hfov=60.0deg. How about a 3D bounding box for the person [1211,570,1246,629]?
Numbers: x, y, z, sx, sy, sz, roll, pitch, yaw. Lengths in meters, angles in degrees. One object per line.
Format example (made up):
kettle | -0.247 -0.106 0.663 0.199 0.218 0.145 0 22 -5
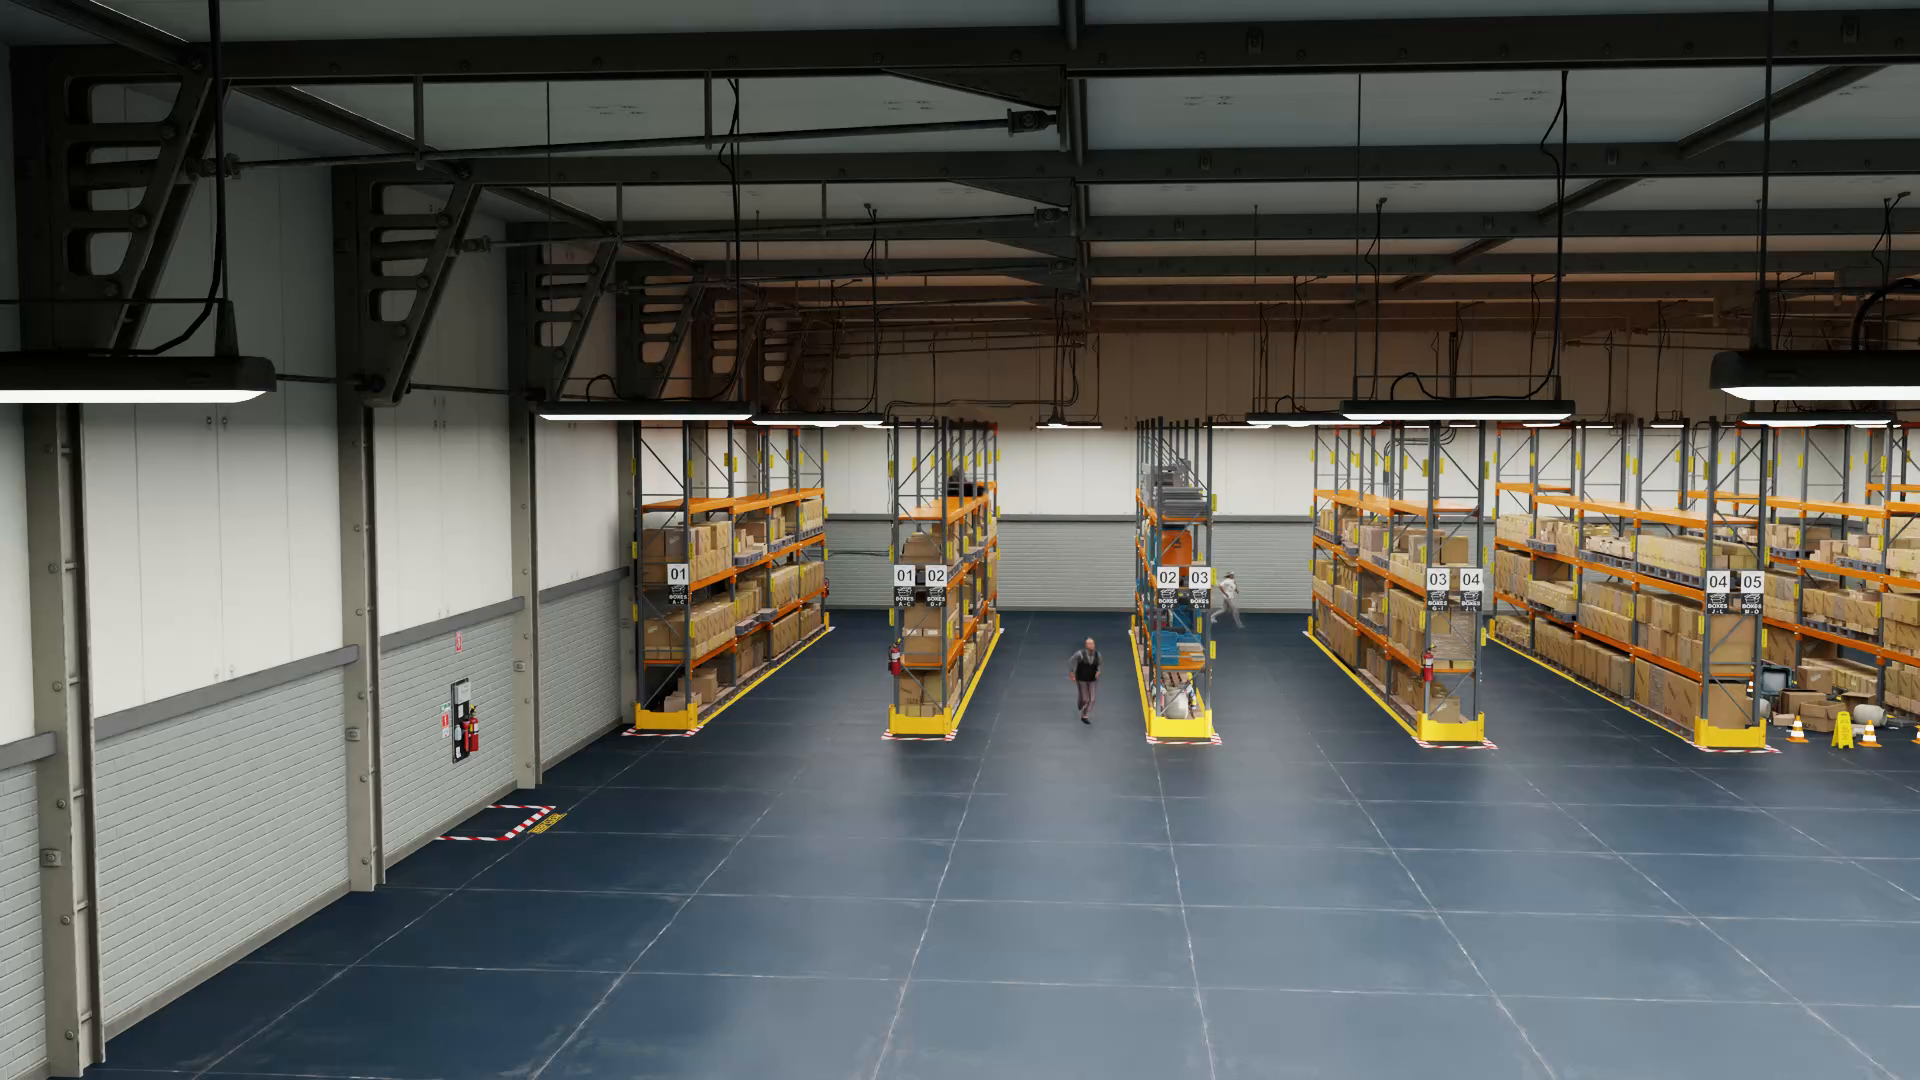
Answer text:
person | 7.807 1.722 48.511 1.077 1.722 0.543 1 4 13

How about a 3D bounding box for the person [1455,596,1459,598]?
person | 13.853 1.869 46.992 0.818 1.607 0.660 -2 4 -32

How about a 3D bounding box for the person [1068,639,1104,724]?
person | 2.492 2.775 32.663 0.693 1.674 0.682 -1 4 -11
